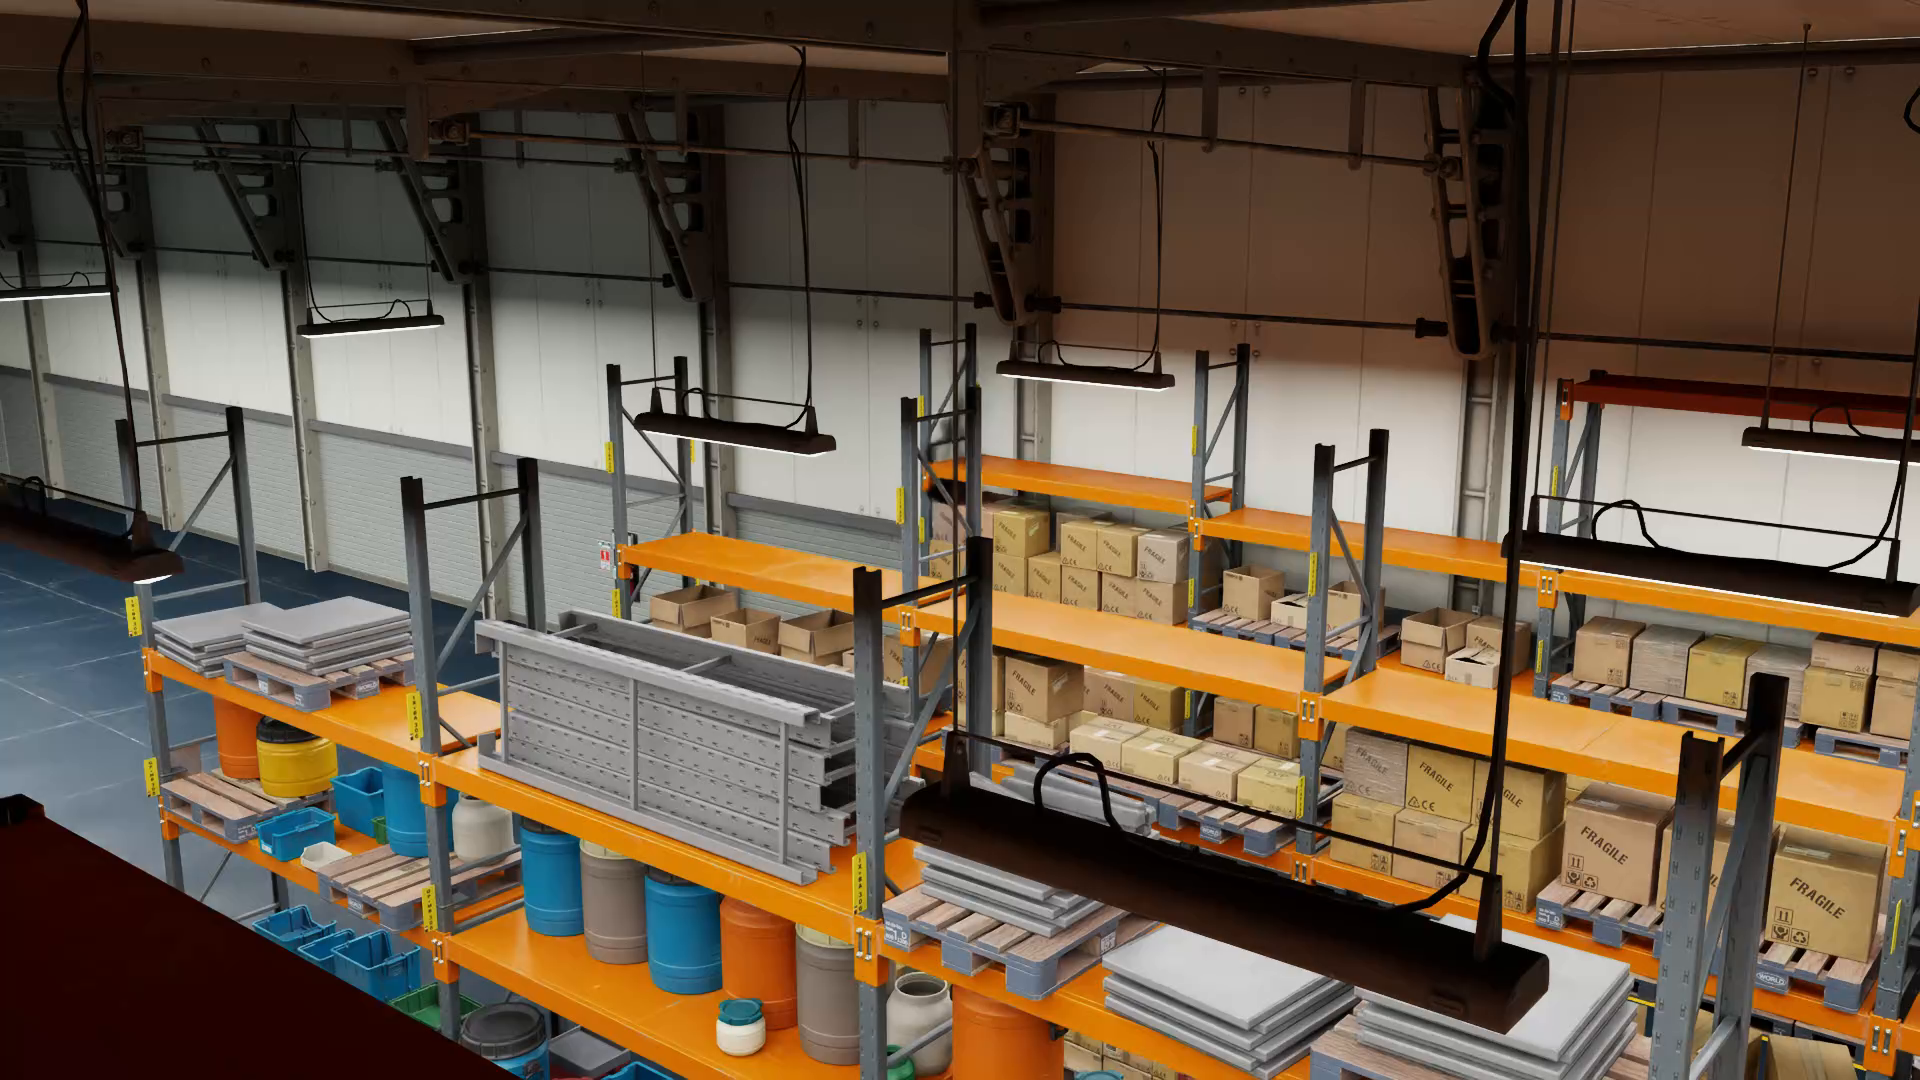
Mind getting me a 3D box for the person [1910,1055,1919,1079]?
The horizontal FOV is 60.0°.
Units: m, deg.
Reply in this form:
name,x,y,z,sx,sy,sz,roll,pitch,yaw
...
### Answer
name,x,y,z,sx,sy,sz,roll,pitch,yaw
person,7.164,4.570,12.166,0.722,1.701,0.673,11,17,41
